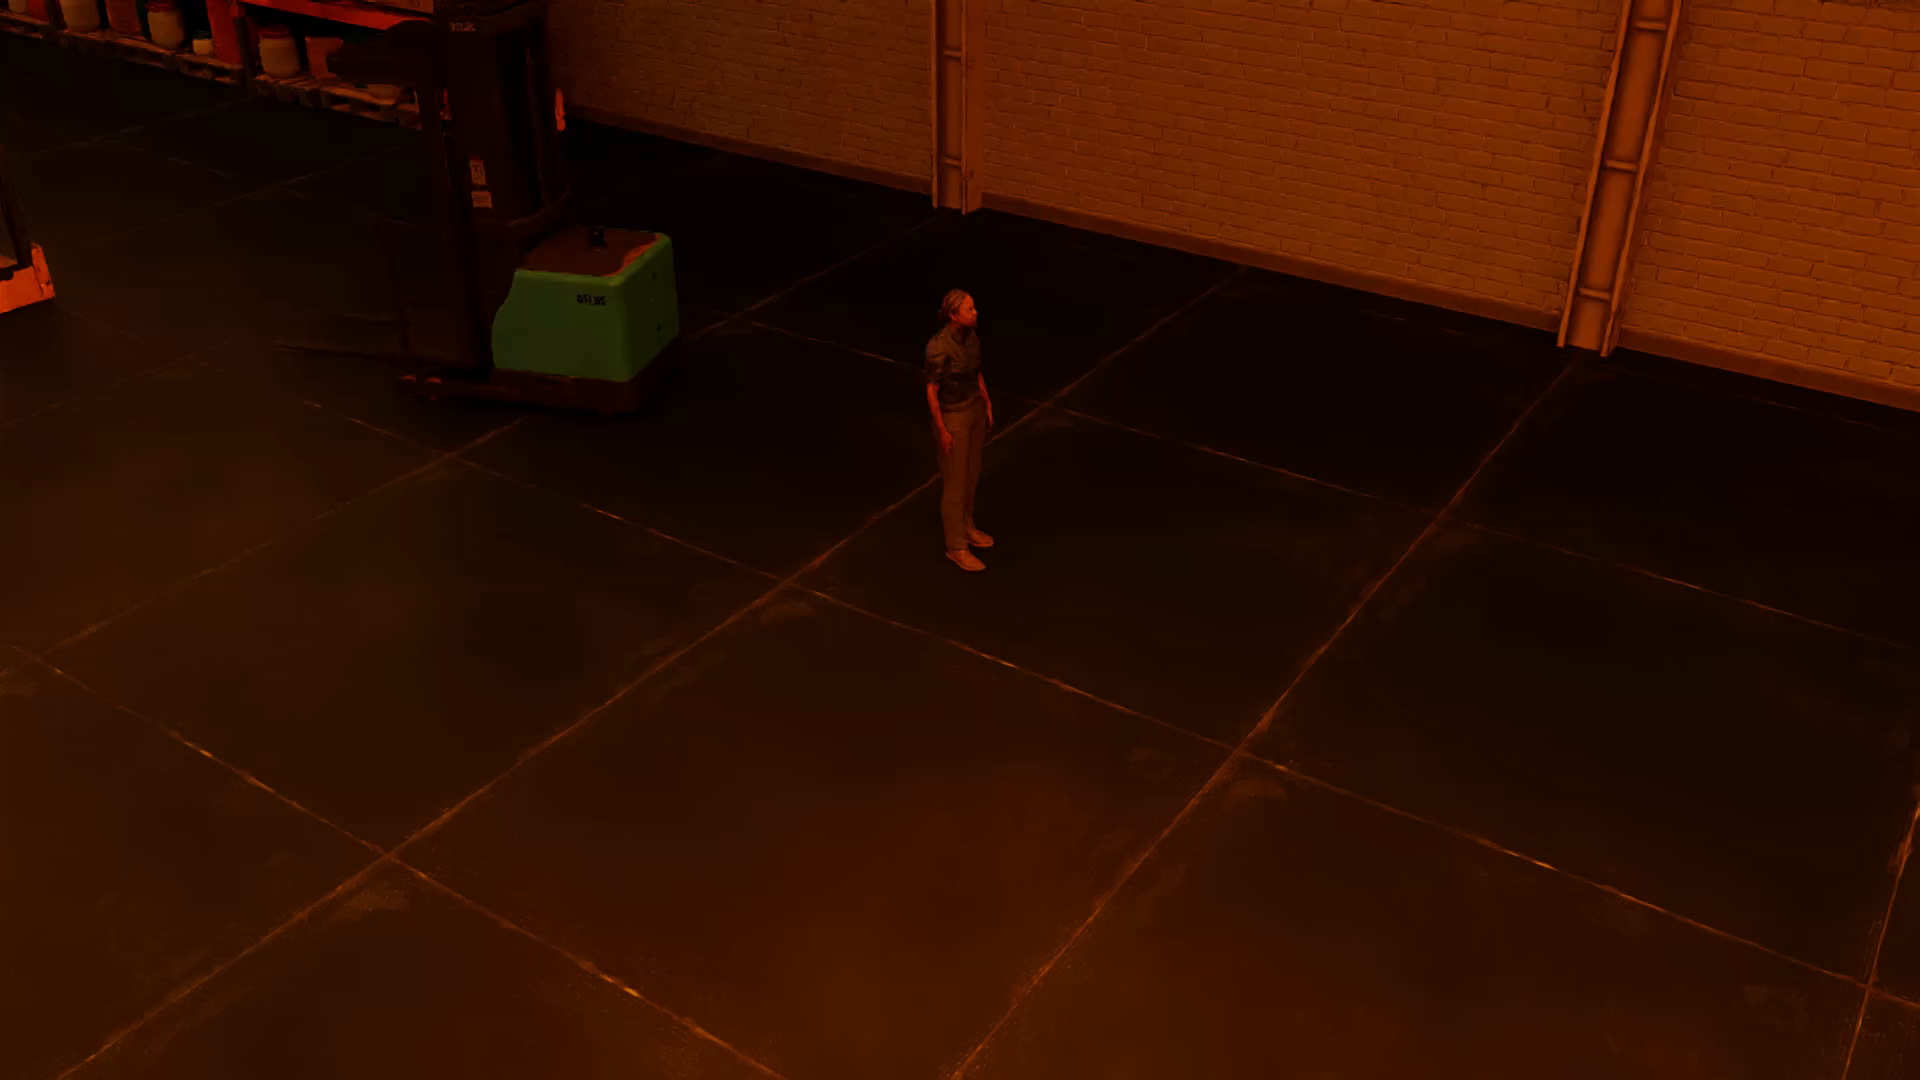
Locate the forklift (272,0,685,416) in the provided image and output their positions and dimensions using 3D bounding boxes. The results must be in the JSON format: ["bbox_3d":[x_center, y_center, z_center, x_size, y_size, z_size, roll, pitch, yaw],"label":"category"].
[{"bbox_3d":[-3.682,-2.550,11.973,3.031,2.935,1.130,7,31,12],"label":"forklift"}]

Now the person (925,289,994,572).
[{"bbox_3d":[0.062,-0.689,10.025,0.503,1.654,0.570,19,35,29],"label":"person"}]
